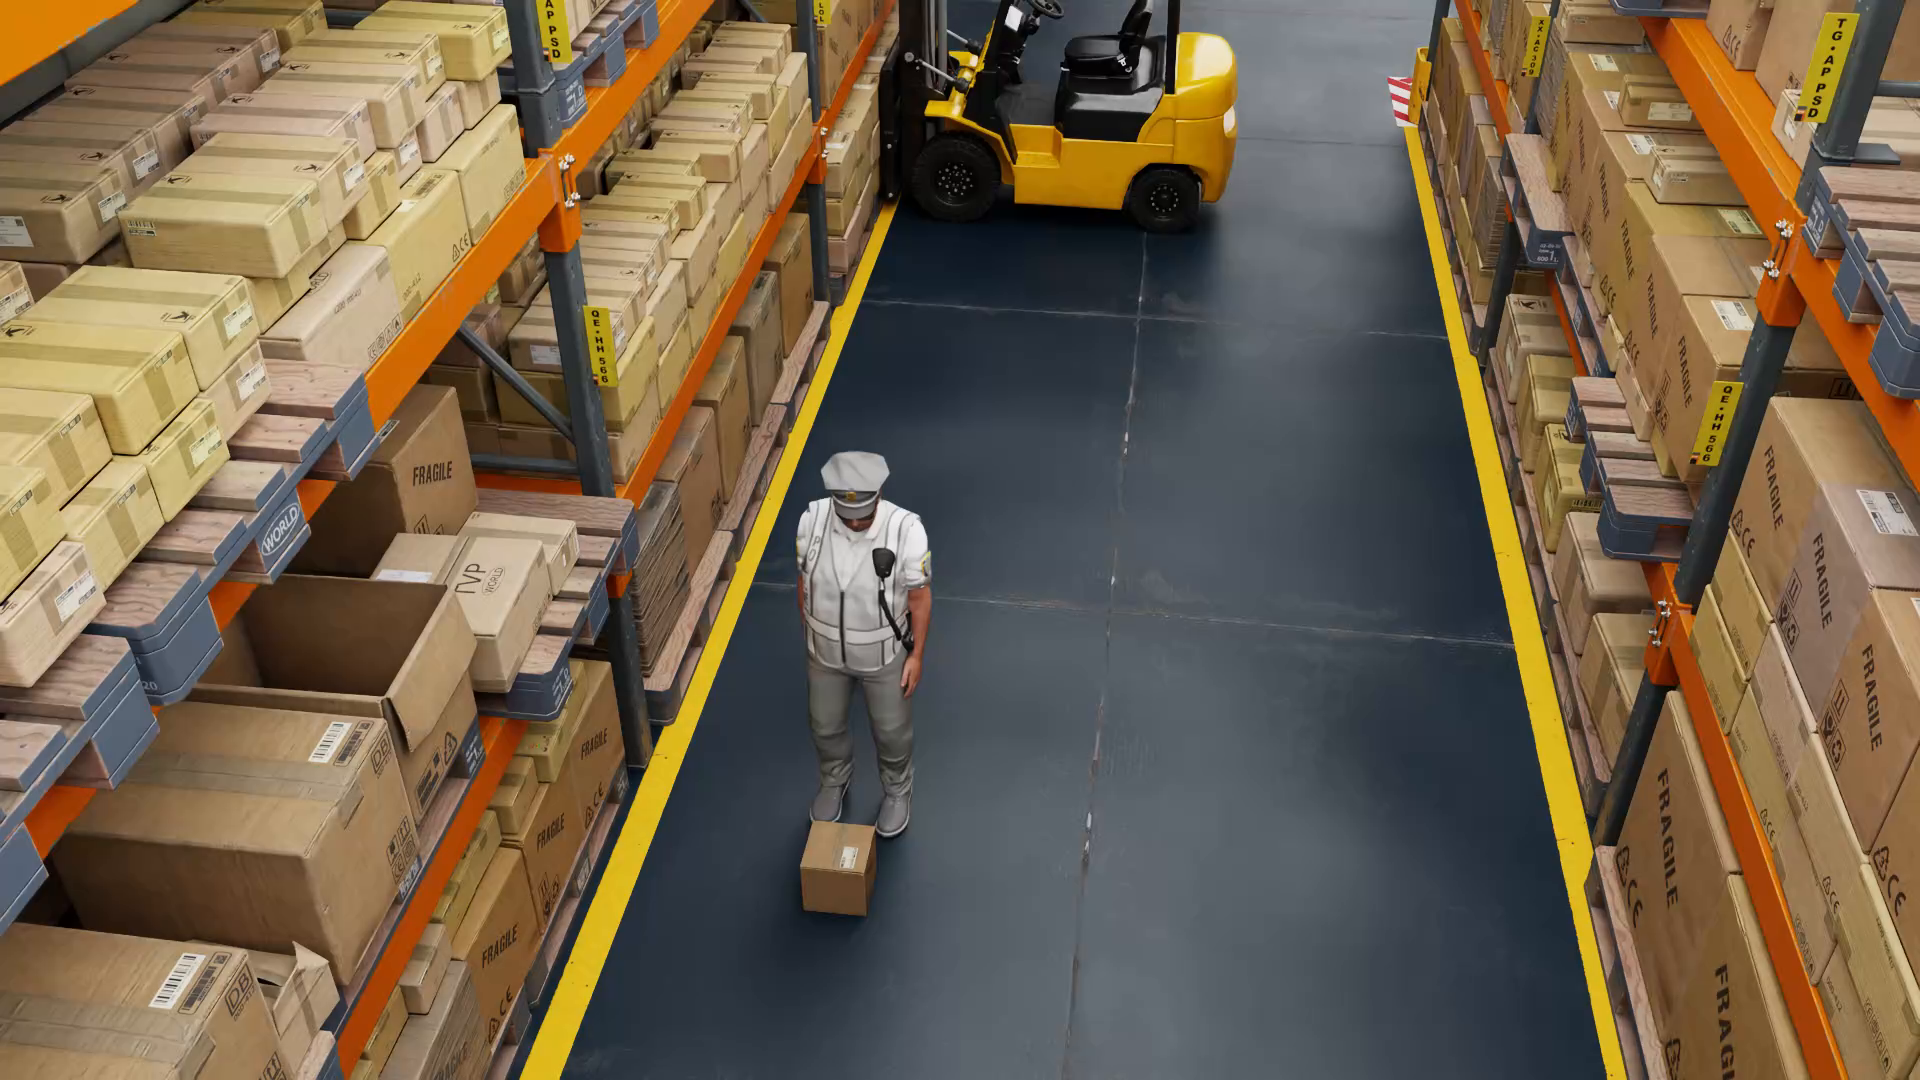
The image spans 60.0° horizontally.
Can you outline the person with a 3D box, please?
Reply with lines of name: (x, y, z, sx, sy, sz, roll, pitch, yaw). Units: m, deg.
person: (-0.406, 0.421, 6.471, 0.416, 1.737, 0.334, 7, 37, 10)
